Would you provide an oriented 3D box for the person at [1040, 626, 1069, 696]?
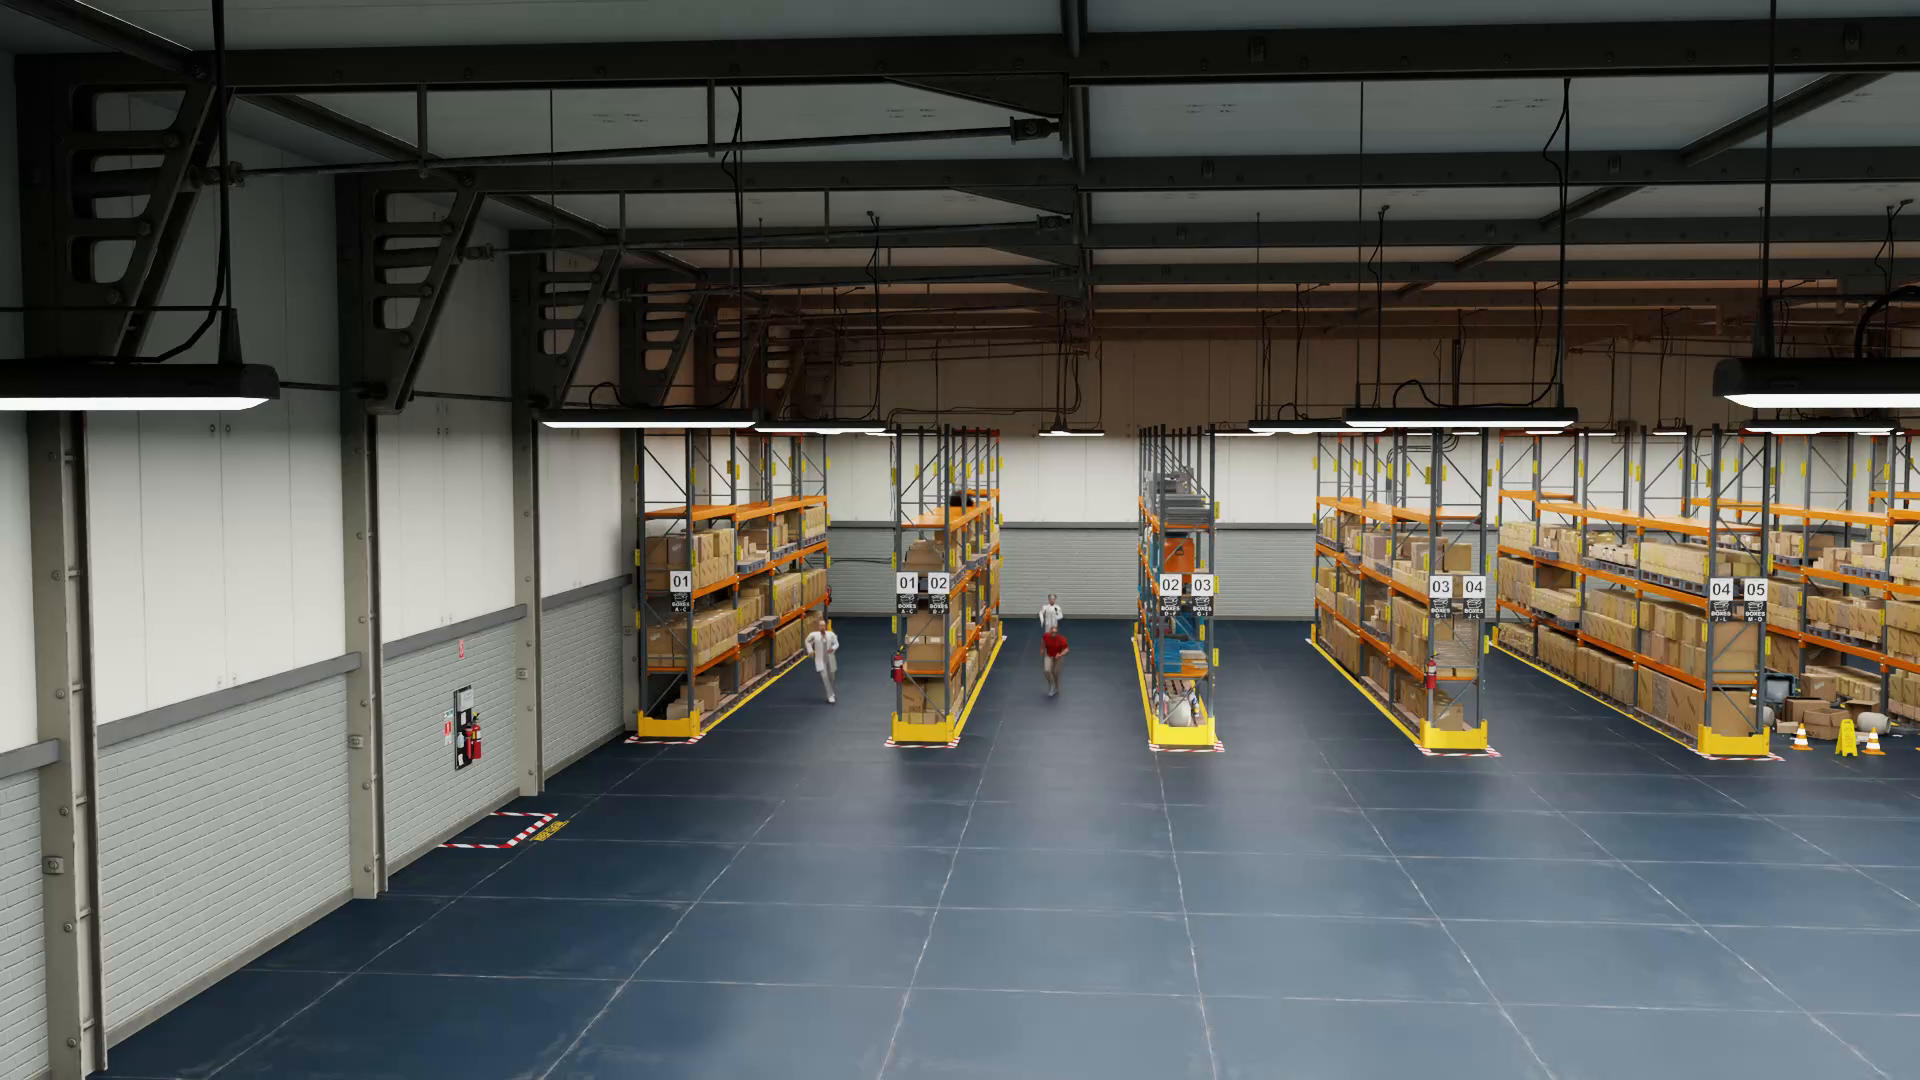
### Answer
[{"bbox_3d":[2.120,2.663,37.253,0.682,1.568,1.092,1,4,9],"label":"person"}]

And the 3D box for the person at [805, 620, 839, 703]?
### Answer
[{"bbox_3d":[-2.964,2.609,36.052,0.712,1.739,1.061,-1,4,-16],"label":"person"}]

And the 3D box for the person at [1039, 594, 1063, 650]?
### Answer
[{"bbox_3d":[2.376,2.252,43.203,0.571,1.718,0.694,0,3,-4],"label":"person"}]
